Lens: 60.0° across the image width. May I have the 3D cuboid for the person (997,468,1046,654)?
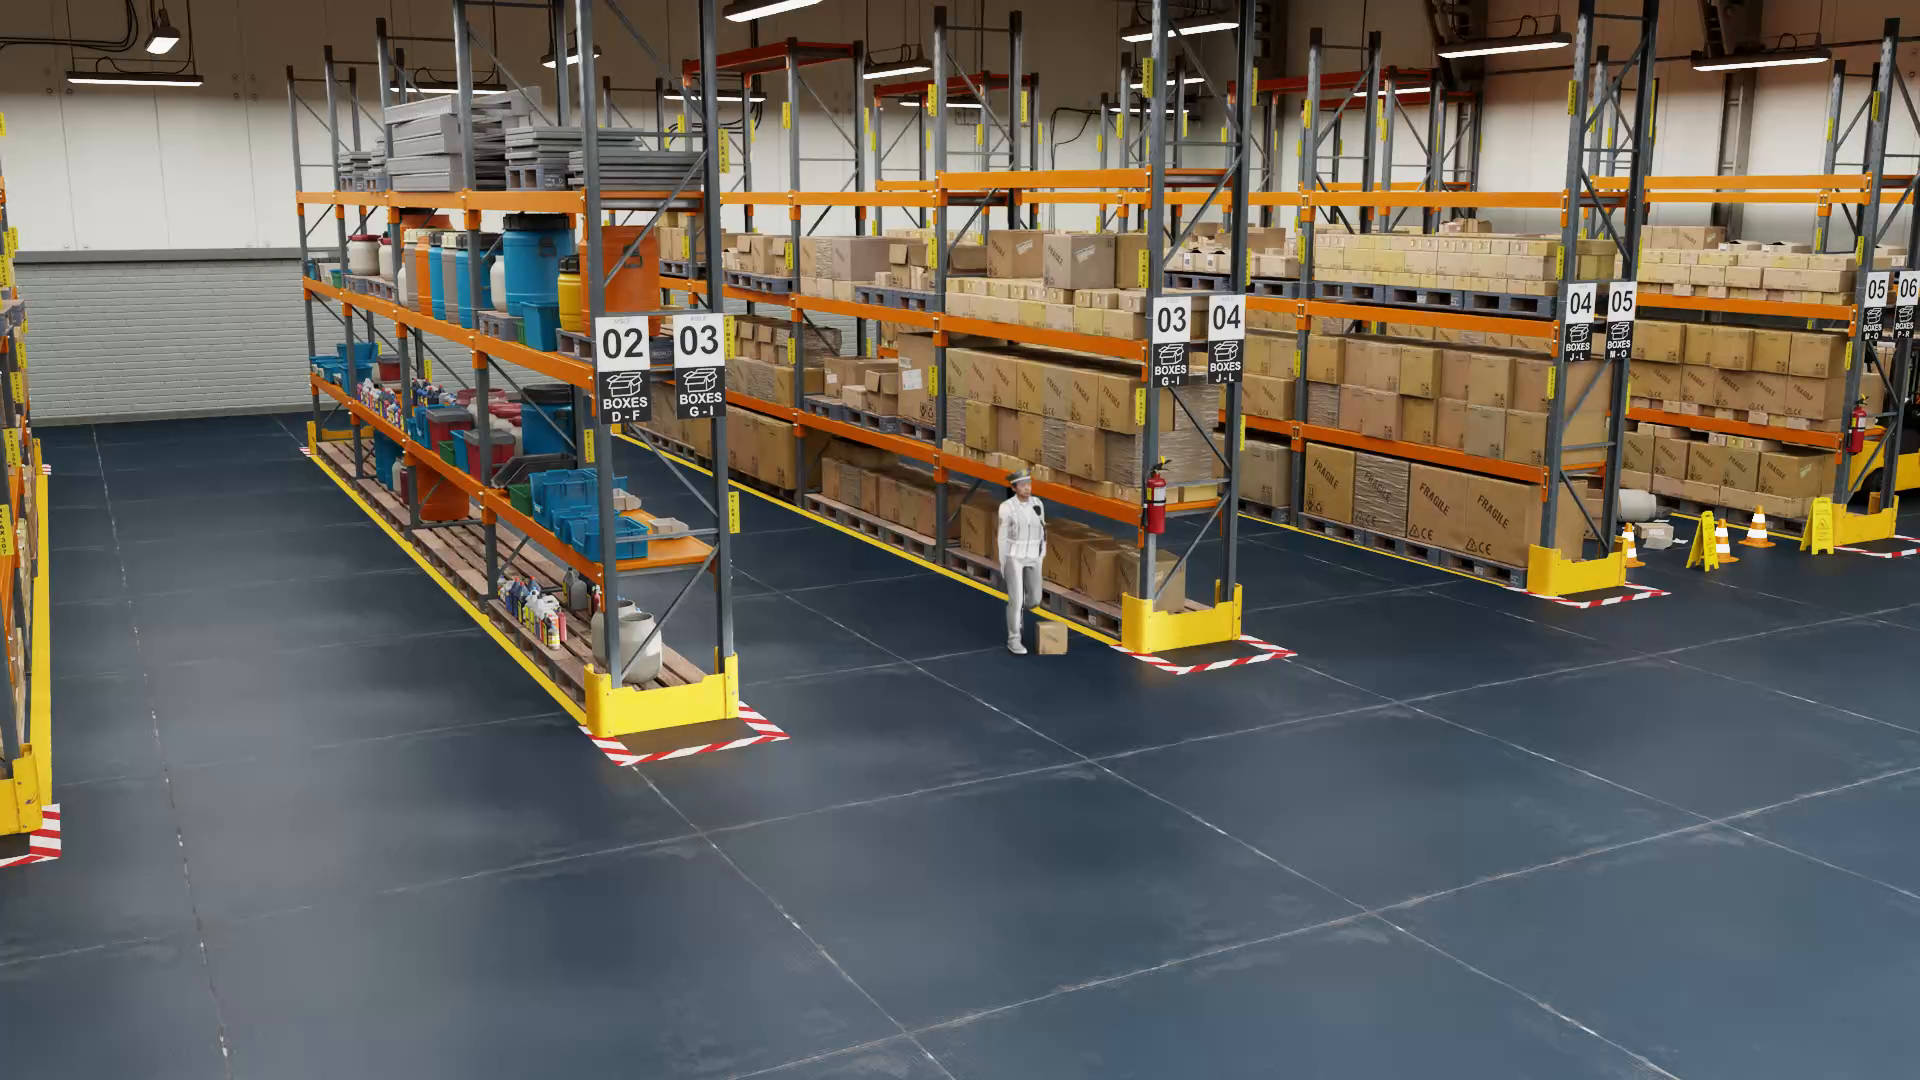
[{"bbox_3d":[0.543,0.150,15.099,0.485,1.672,0.632,-5,13,-23],"label":"person"}]
